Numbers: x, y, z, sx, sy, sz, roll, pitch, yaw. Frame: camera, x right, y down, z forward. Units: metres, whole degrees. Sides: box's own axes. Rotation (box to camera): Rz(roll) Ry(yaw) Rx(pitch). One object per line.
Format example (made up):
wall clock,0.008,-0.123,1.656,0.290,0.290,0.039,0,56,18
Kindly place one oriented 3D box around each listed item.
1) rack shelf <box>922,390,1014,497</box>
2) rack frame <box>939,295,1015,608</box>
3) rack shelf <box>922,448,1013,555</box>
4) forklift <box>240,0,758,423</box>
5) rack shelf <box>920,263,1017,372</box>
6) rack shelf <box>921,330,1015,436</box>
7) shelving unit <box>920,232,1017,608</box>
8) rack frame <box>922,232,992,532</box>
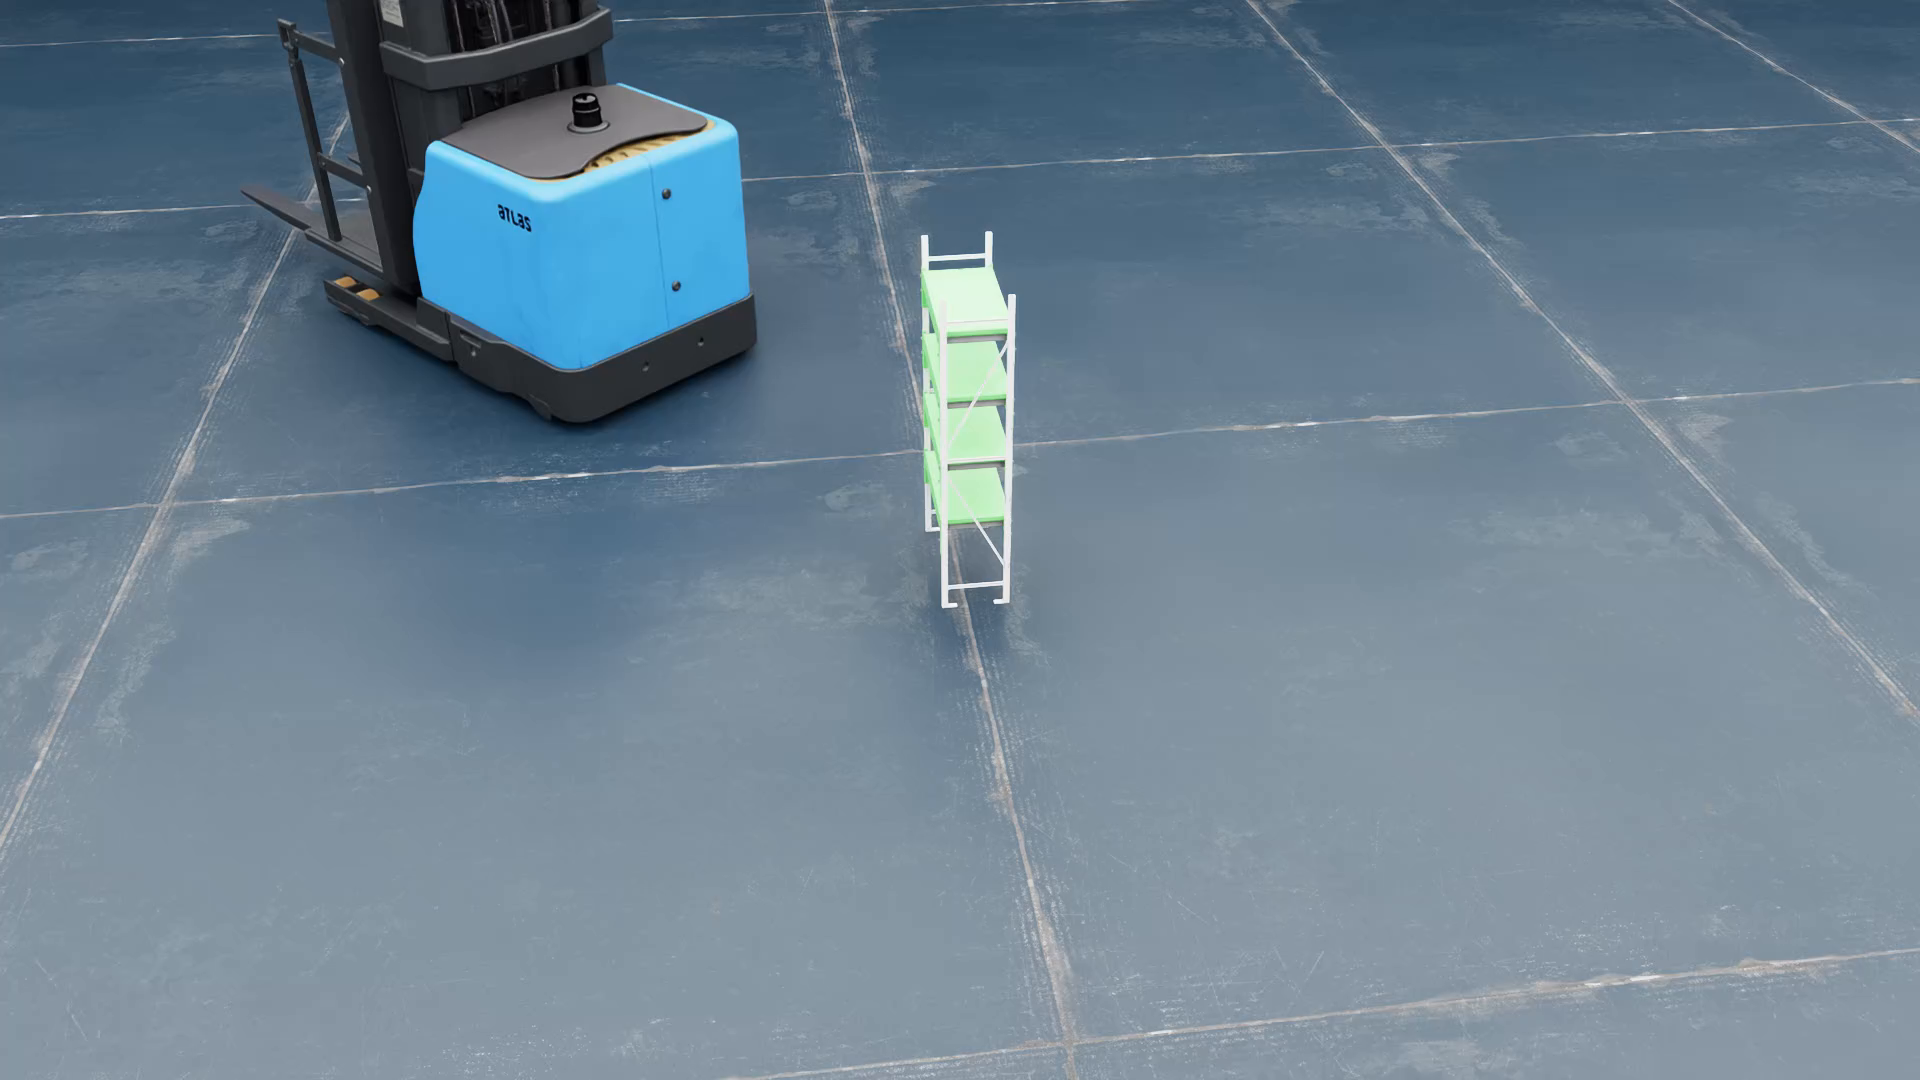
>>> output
rack shelf,0.022,-0.351,5.813,0.258,0.148,0.480,-4,35,-6
rack frame,0.055,-0.267,5.577,0.240,1.200,0.015,-4,35,-6
rack shelf,0.022,-0.152,5.948,0.258,0.148,0.480,-4,35,-6
forklift,-2.337,-2.398,7.167,3.031,2.935,1.130,27,43,34
rack shelf,0.022,-0.747,5.542,0.258,0.148,0.480,-4,35,-6
rack shelf,0.022,-0.549,5.677,0.258,0.148,0.480,-4,35,-6
shelving unit,0.022,-0.403,5.777,0.258,1.200,0.503,-4,35,-6
rack frame,-0.011,-0.540,5.976,0.240,1.200,0.015,-4,35,-6
